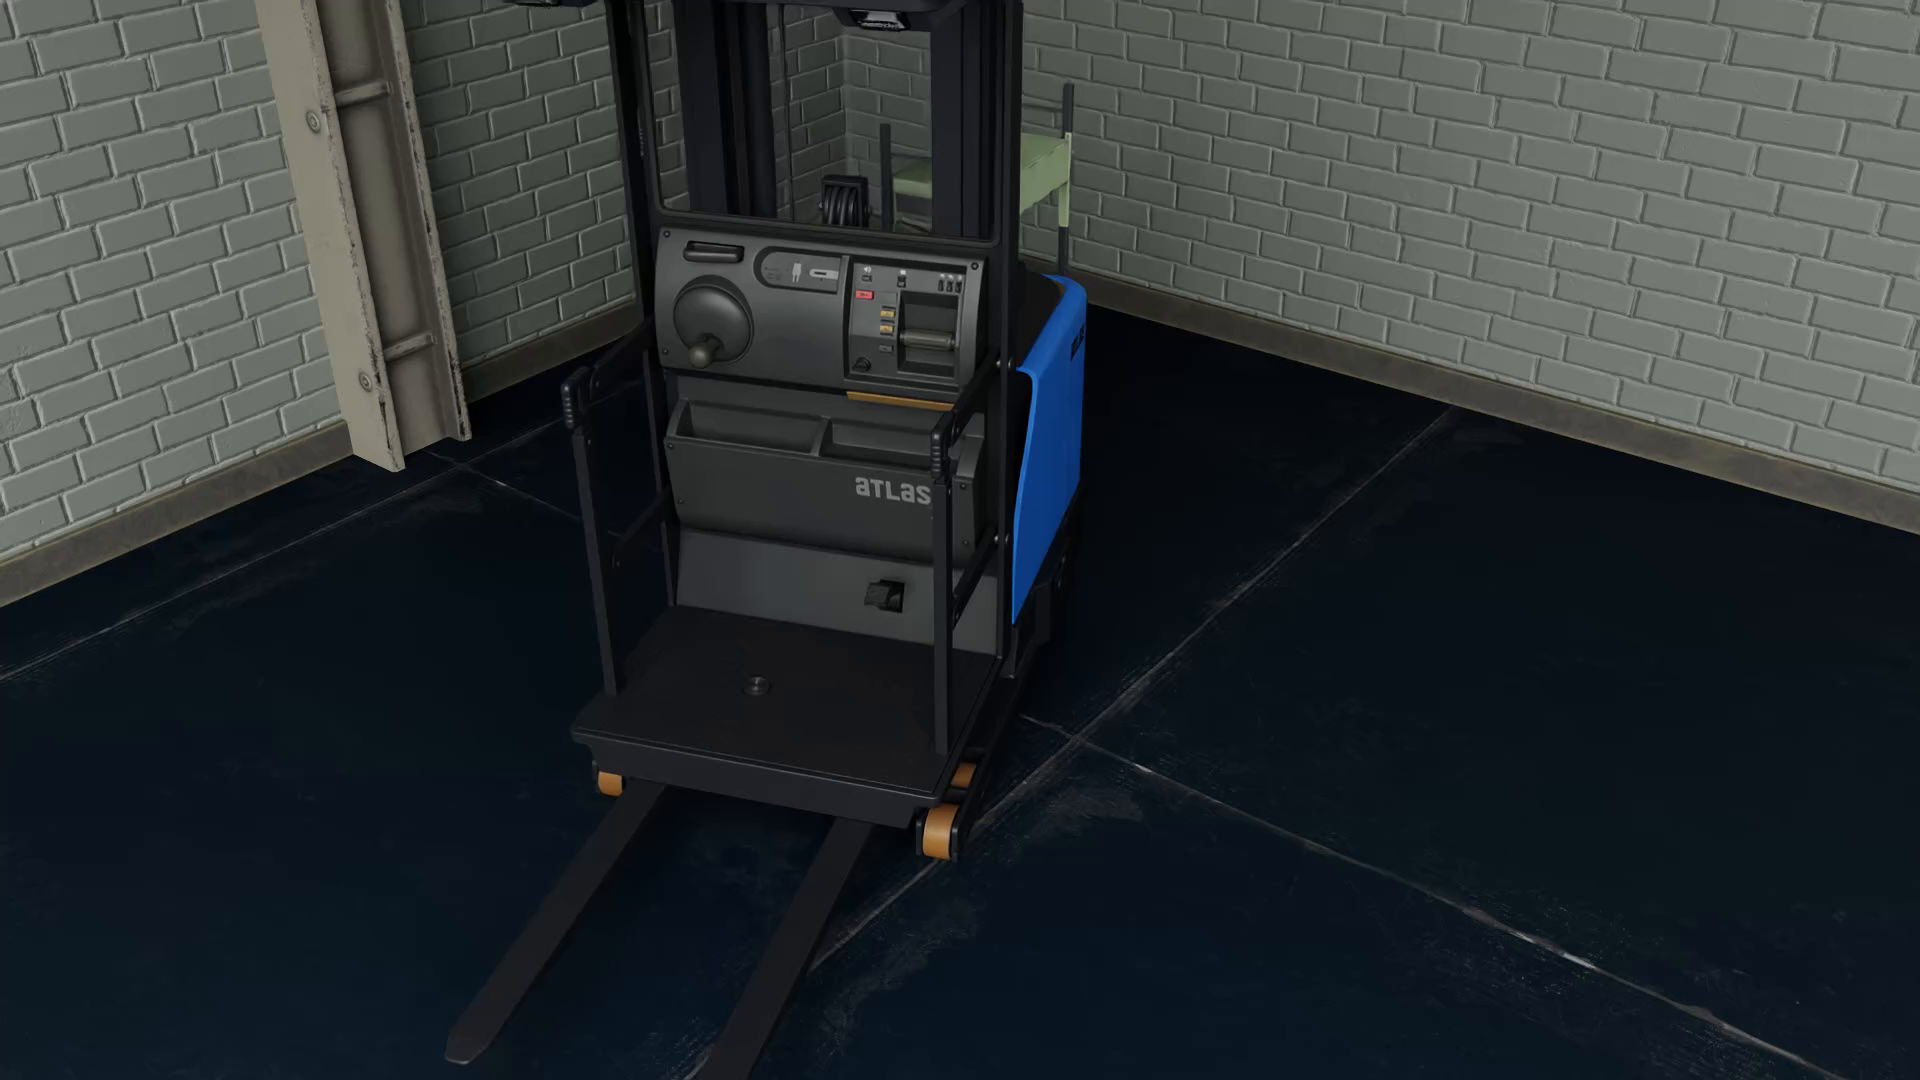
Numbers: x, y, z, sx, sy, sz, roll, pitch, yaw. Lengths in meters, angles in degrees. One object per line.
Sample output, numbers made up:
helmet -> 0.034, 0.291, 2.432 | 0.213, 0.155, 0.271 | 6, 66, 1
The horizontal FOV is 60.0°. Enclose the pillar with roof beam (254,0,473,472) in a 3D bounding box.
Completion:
pillar with roof beam -> 1.149, -2.946, 2.394 | 9.100, 9.000, 0.400 | 21, 37, 31

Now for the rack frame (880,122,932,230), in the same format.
rack frame -> -0.092, -0.751, 6.046 | 0.400, 1.500, 0.023 | 15, 34, 23

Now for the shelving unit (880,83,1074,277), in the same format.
shelving unit -> 0.074, -0.918, 6.327 | 0.431, 1.500, 0.755 | 15, 34, 23

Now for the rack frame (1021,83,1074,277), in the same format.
rack frame -> 0.239, -1.084, 6.608 | 0.400, 1.500, 0.023 | 15, 34, 23

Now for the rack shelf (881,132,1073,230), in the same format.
rack shelf -> 0.074, -1.253, 6.128 | 0.431, 0.370, 0.720 | 15, 34, 23

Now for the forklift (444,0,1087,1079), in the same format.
forklift -> -0.448, -0.577, 4.348 | 1.130, 2.935, 3.031 | 8, 32, 14
